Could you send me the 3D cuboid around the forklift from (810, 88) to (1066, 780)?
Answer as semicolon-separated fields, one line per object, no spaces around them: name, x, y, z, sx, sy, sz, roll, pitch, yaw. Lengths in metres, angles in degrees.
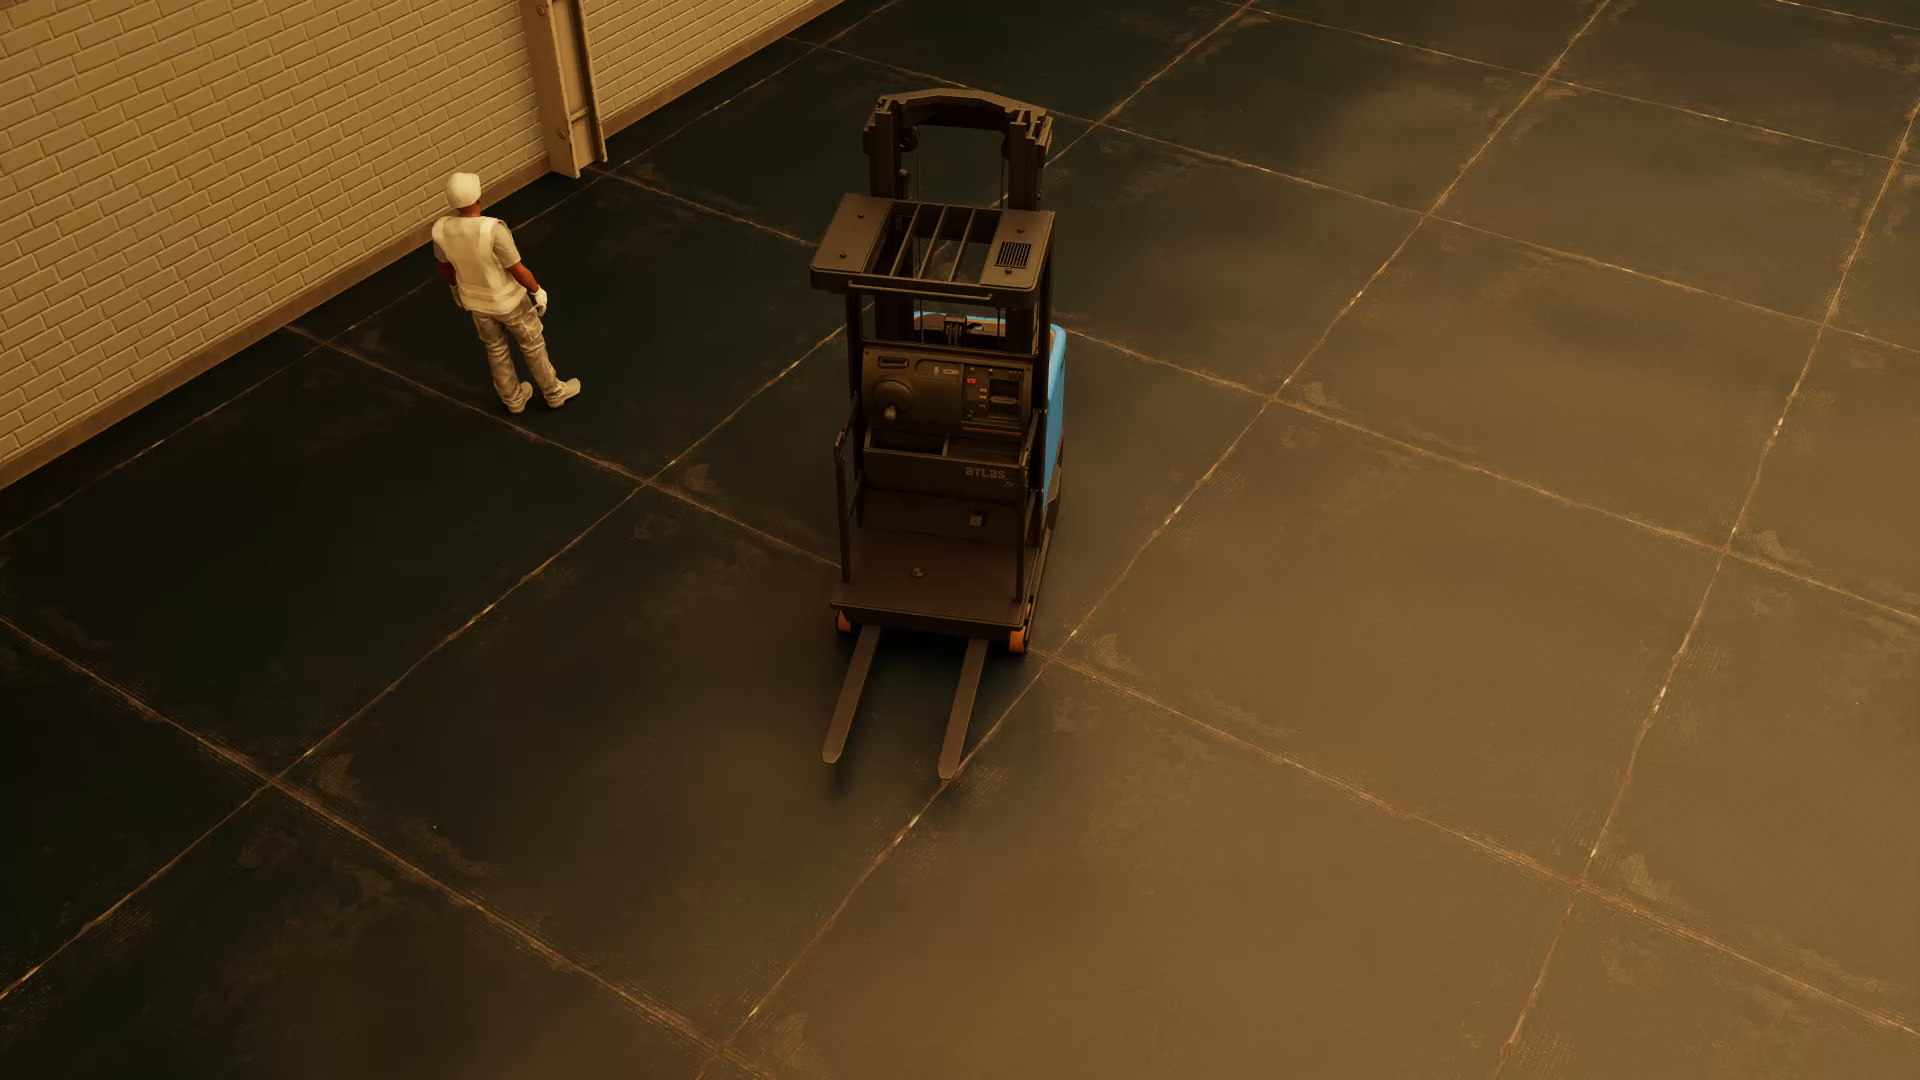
forklift;-0.108;-0.731;8.830;1.130;2.935;3.031;7;41;8

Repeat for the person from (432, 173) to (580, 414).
person;-2.966;-1.614;10.749;0.655;1.785;0.576;10;41;11
